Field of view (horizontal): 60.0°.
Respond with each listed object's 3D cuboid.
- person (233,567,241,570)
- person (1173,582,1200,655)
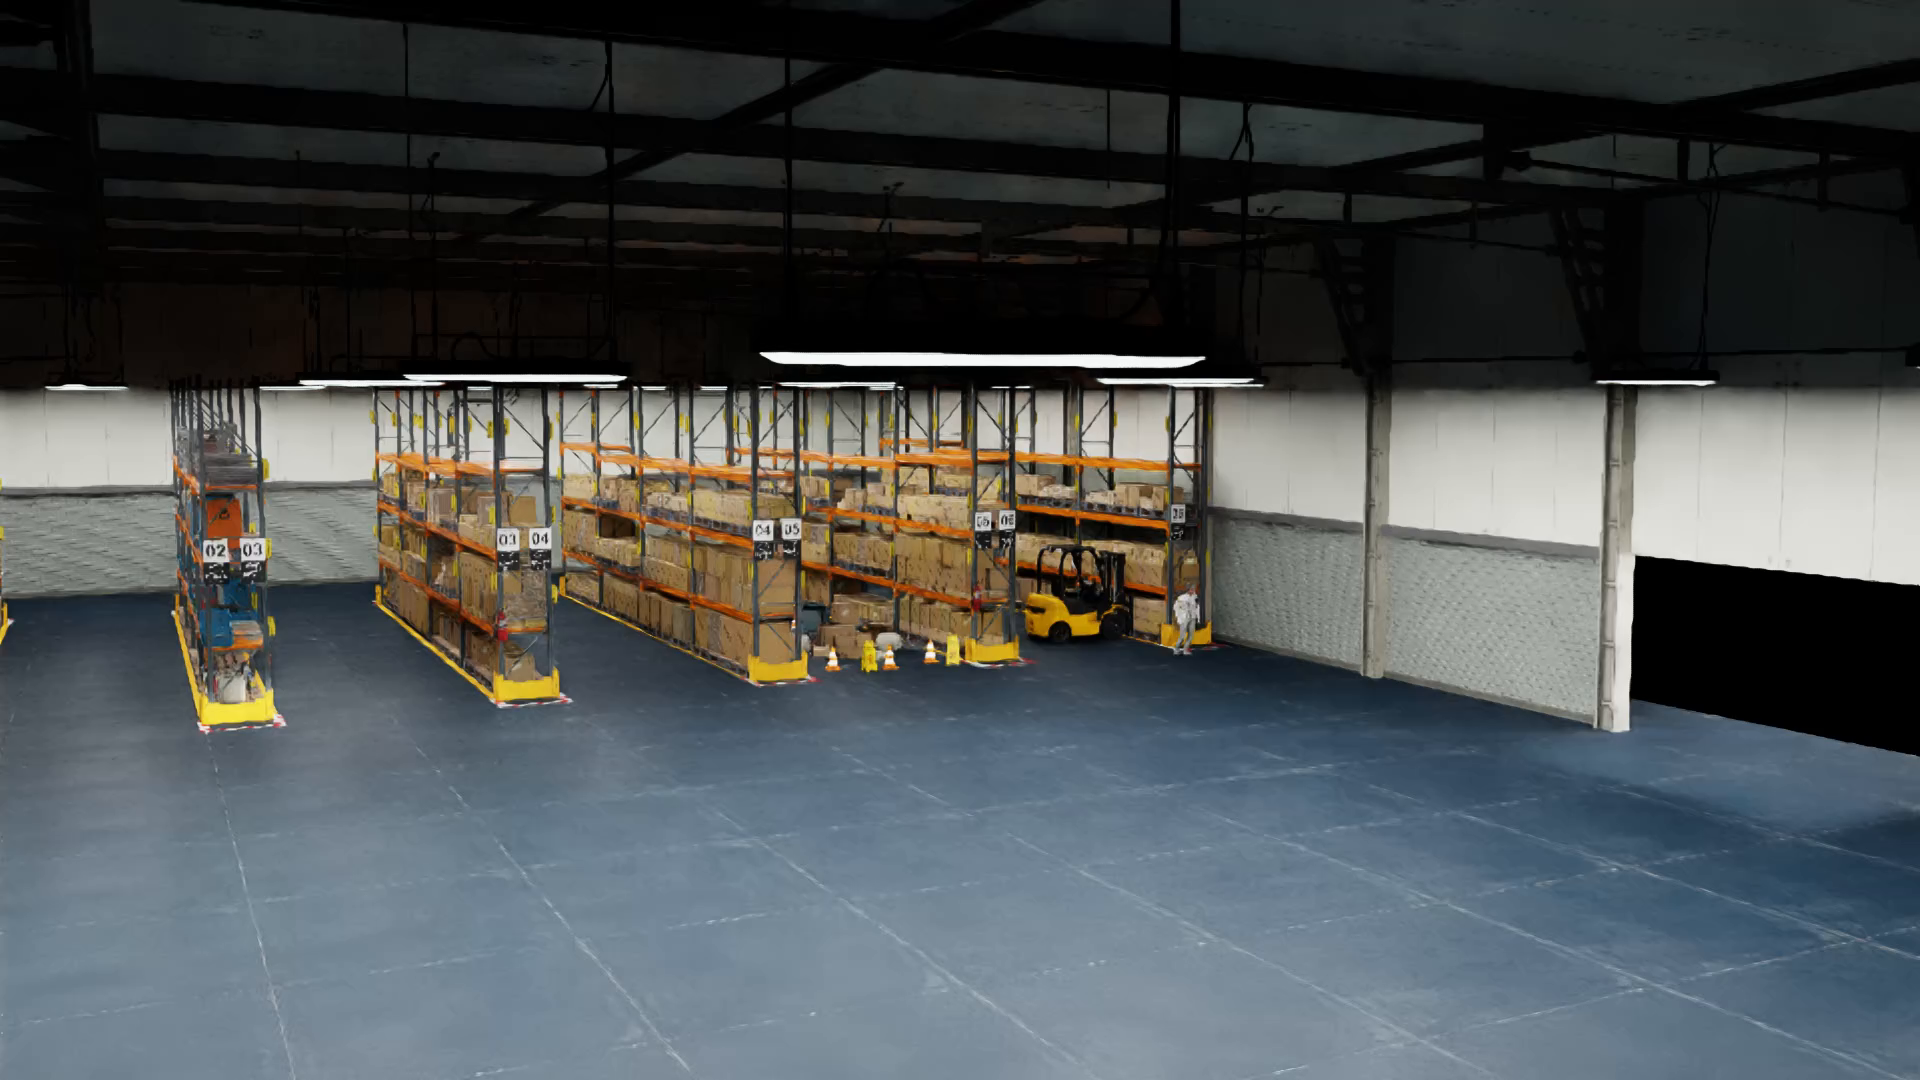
[{"bbox_3d":[-20.212,0.771,45.988,0.703,1.718,0.843,-5,7,-42],"label":"person"},{"bbox_3d":[4.930,1.704,36.151,0.639,1.632,0.512,-3,6,-28],"label":"person"}]
